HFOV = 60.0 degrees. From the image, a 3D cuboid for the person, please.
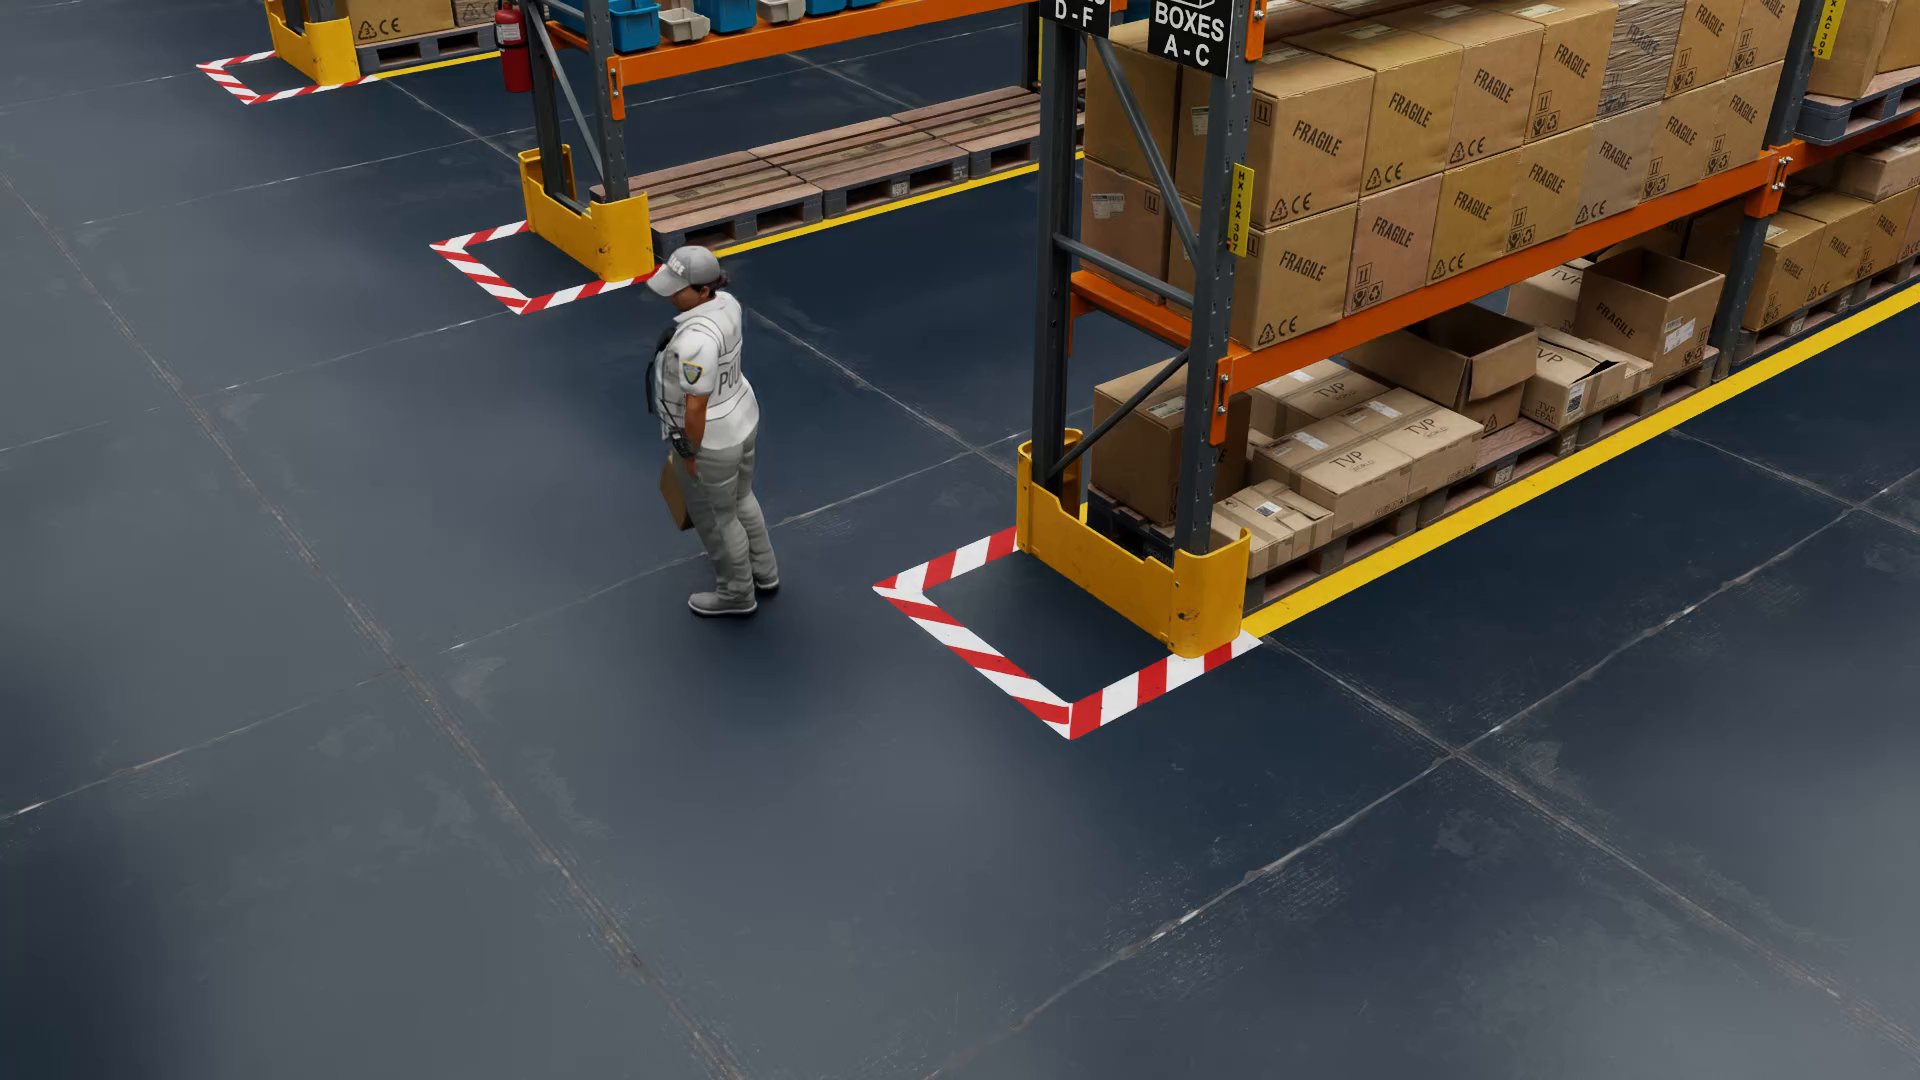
[{"bbox_3d":[-0.998,-0.454,6.828,0.383,1.670,0.626,7,33,11],"label":"person"}]
